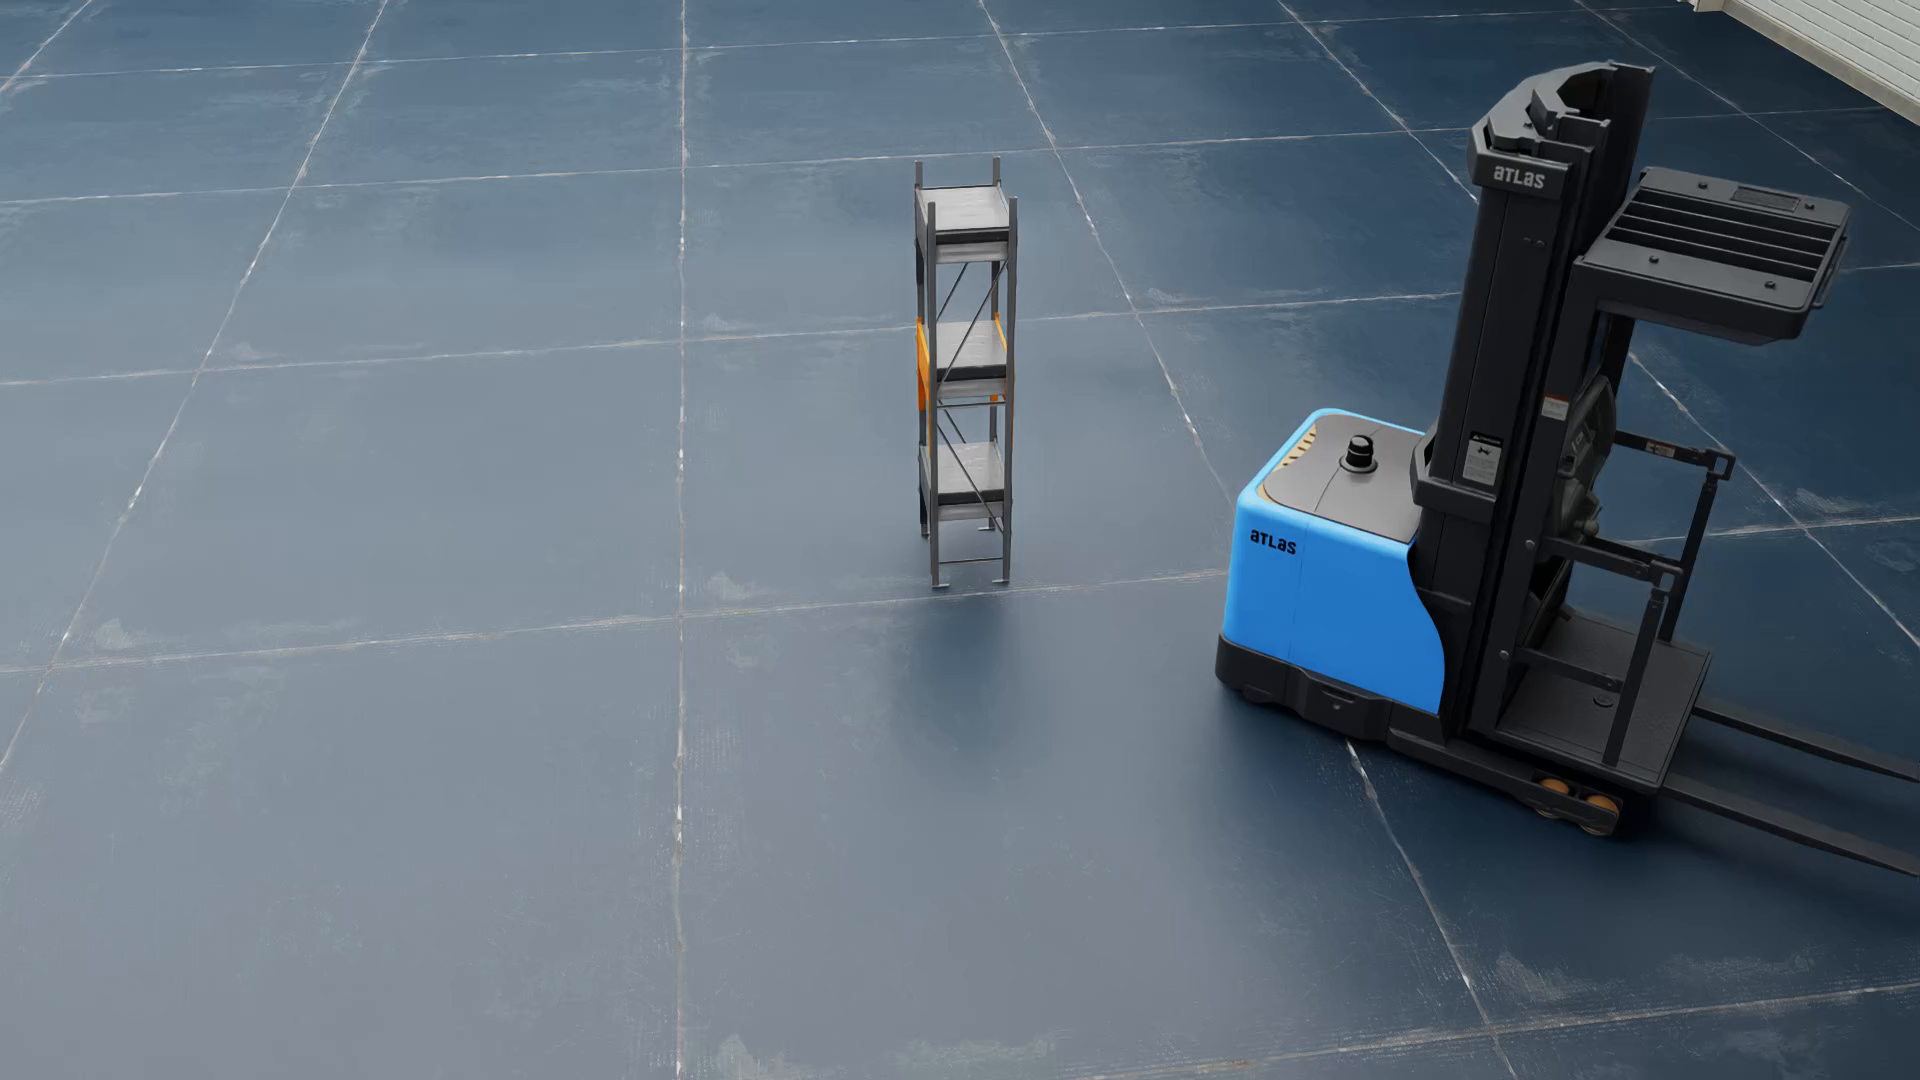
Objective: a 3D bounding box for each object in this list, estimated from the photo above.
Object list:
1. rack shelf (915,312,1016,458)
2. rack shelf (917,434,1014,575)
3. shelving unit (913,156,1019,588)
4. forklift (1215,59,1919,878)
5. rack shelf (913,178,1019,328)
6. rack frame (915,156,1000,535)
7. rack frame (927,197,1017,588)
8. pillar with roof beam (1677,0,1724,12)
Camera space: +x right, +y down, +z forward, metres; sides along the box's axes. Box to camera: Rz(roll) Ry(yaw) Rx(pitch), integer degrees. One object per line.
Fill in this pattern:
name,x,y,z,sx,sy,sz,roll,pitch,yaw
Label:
rack shelf,0.022,-0.764,8.159,0.431,0.518,0.480,-4,35,-6
rack shelf,0.022,-0.186,8.554,0.431,0.518,0.480,-4,35,-6
shelving unit,0.022,-0.775,8.152,0.431,2.100,0.503,-4,35,-6
forklift,2.724,-0.305,6.724,3.031,2.935,1.130,19,39,26
rack shelf,0.022,-1.342,7.765,0.431,0.518,0.480,-4,35,-6
rack frame,-0.011,-0.911,8.352,0.400,2.100,0.015,-4,35,-6
rack frame,0.055,-0.639,7.952,0.400,2.100,0.015,-4,35,-6
pillar with roof beam,3.221,-8.799,13.799,9.100,9.000,0.400,-4,35,-6
